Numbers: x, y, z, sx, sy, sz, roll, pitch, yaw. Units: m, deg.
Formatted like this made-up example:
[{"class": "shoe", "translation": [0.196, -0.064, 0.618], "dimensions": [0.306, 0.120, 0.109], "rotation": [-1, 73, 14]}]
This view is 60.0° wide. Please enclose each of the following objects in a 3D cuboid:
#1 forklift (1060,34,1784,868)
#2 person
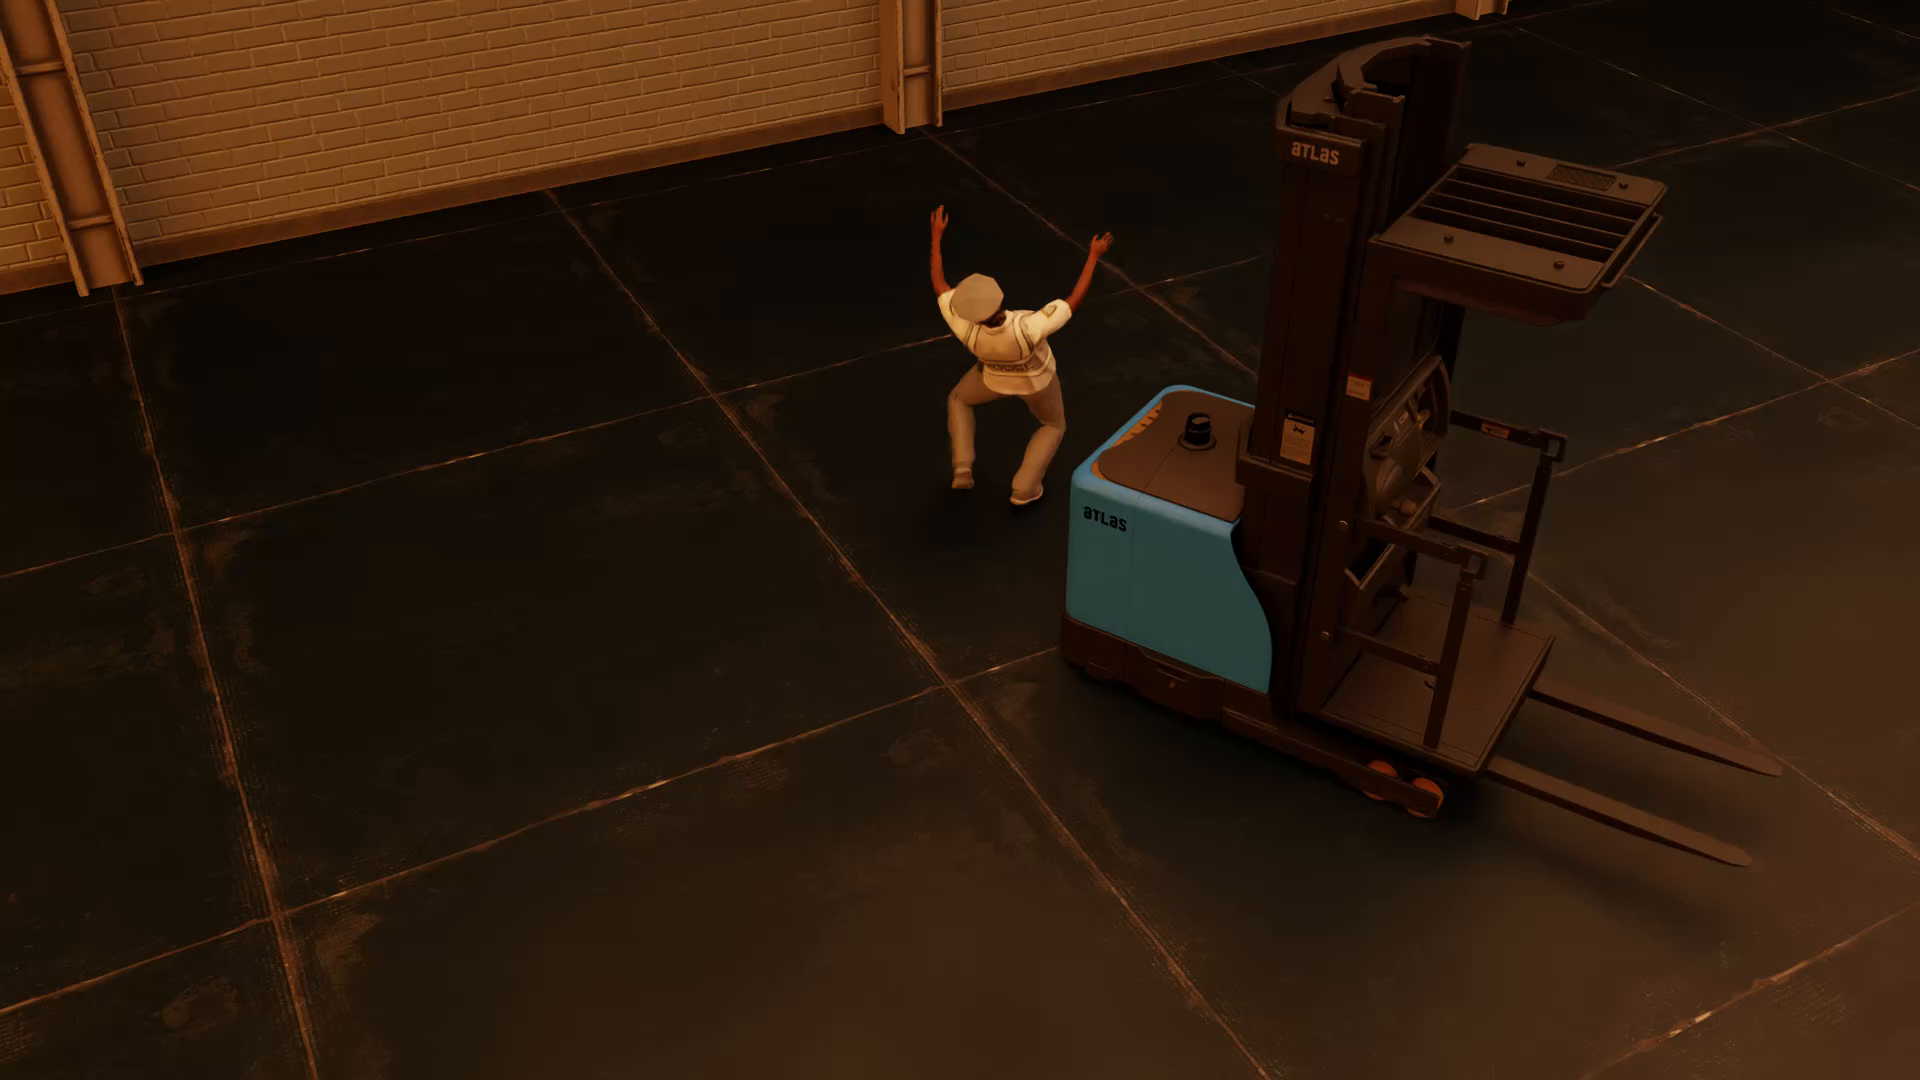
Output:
[{"class": "forklift", "translation": [1.984, -0.380, 6.660], "dimensions": [3.031, 2.935, 1.130], "rotation": [21, 40, 27]}, {"class": "person", "translation": [0.270, -0.863, 8.508], "dimensions": [0.910, 1.584, 0.727], "rotation": [6, 36, 8]}]
